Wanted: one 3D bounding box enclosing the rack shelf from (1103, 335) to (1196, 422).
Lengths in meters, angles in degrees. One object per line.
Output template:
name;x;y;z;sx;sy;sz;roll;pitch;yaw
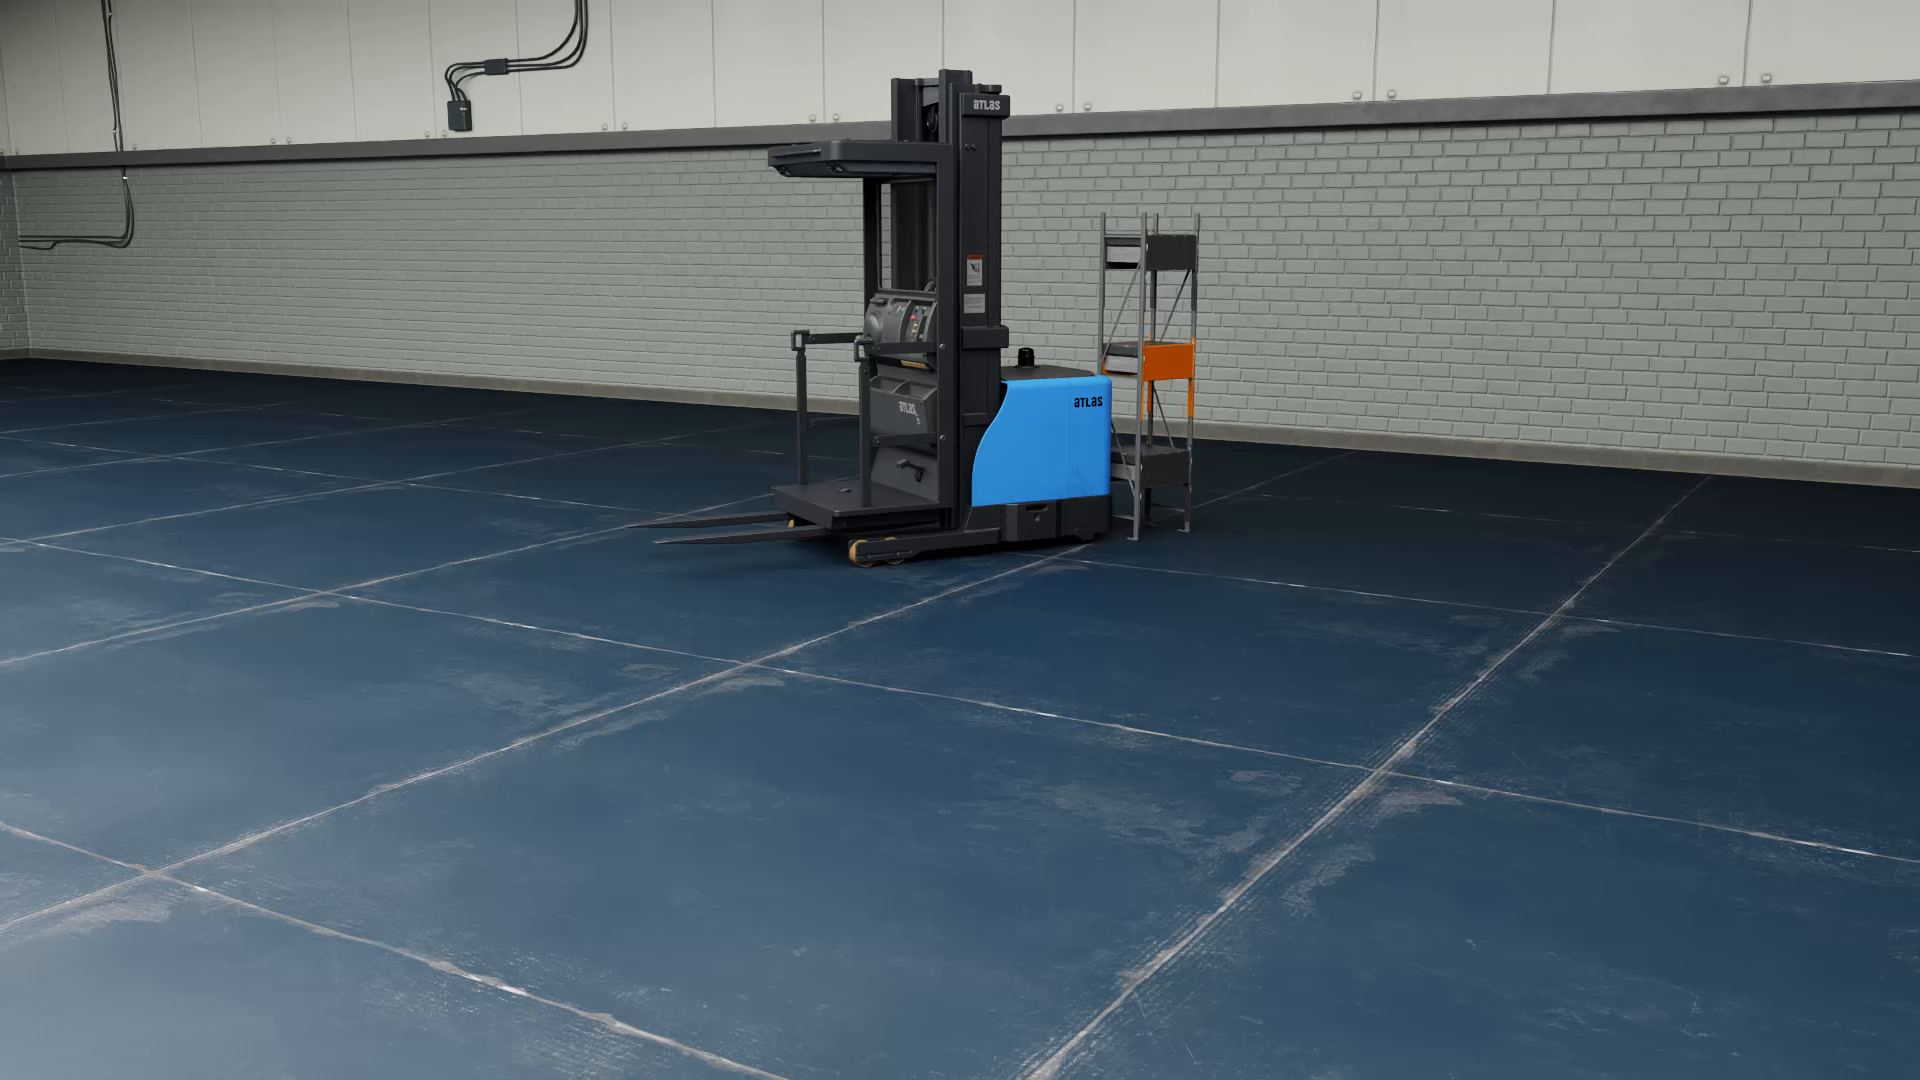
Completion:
rack shelf;1.223;-1.068;10.932;0.480;0.518;0.431;-8;14;-39

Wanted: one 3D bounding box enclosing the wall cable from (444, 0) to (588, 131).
wall cable;-5.334;-7.923;19.491;2.305;6.003;0.169;6;12;31

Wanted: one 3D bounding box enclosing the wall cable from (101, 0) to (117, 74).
wall cable;-11.127;-7.858;23.102;3.097;2.526;0.112;6;12;31

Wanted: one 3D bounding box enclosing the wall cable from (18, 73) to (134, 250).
wall cable;-13.439;-5.634;24.948;3.097;2.526;0.112;6;12;31

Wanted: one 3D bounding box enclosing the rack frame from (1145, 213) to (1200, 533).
rack frame;1.411;-1.109;11.083;0.015;2.100;0.400;-8;14;-39

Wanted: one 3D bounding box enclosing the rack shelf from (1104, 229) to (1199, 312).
rack shelf;1.227;-1.756;10.803;0.480;0.518;0.431;-8;14;-39

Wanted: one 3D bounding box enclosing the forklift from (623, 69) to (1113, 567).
forklift;-0.559;-1.387;10.314;3.031;2.935;1.130;-5;12;-27

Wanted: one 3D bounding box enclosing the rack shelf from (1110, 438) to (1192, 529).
rack shelf;1.219;-0.380;11.062;0.480;0.518;0.431;-8;14;-39

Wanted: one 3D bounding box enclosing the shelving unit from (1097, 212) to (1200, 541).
shelving unit;1.223;-1.082;10.930;0.503;2.100;0.431;-8;14;-39

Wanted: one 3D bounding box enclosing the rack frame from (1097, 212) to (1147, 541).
rack frame;1.035;-1.054;10.777;0.015;2.100;0.400;-8;14;-39
